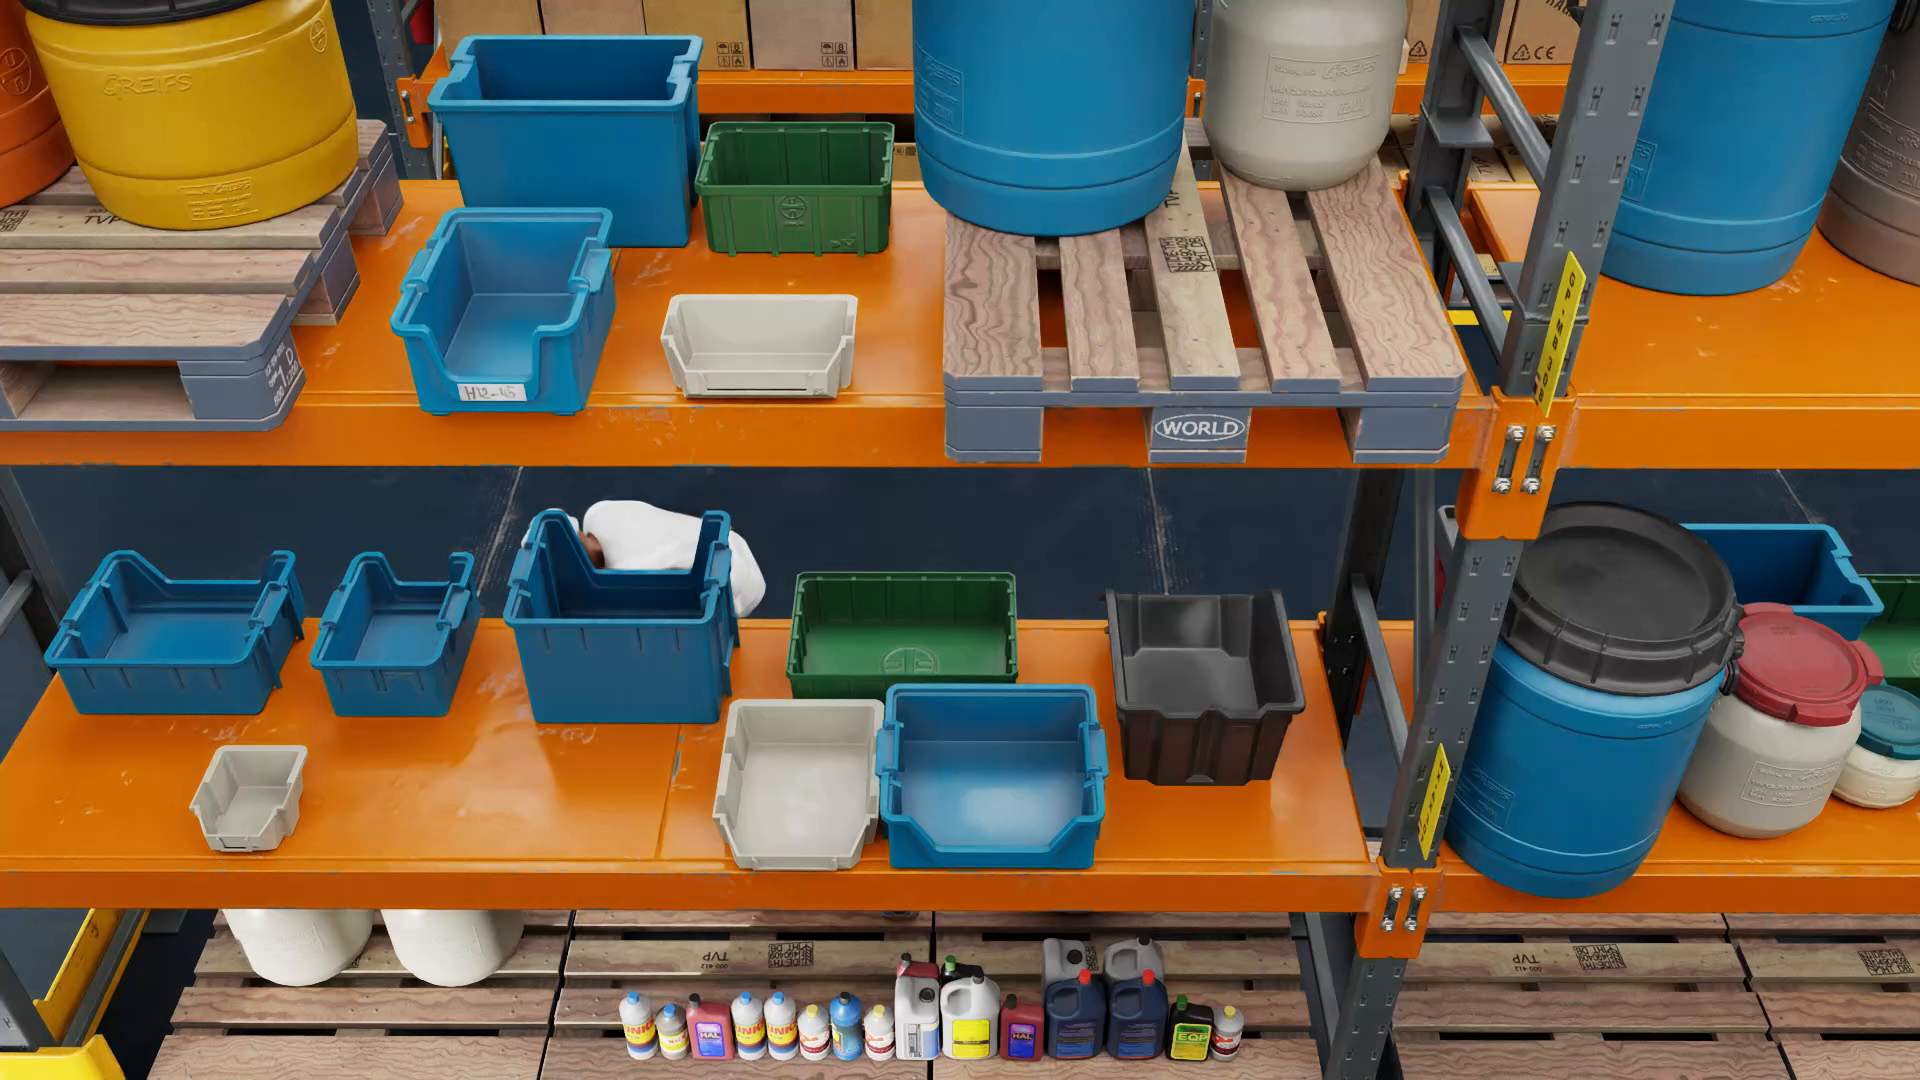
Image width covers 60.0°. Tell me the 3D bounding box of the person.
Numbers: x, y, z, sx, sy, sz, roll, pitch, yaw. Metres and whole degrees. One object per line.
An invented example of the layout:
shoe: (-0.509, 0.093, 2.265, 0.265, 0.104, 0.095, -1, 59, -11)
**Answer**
person: (-1.169, 0.269, 6.344, 0.862, 1.091, 0.598, -12, 41, -15)
